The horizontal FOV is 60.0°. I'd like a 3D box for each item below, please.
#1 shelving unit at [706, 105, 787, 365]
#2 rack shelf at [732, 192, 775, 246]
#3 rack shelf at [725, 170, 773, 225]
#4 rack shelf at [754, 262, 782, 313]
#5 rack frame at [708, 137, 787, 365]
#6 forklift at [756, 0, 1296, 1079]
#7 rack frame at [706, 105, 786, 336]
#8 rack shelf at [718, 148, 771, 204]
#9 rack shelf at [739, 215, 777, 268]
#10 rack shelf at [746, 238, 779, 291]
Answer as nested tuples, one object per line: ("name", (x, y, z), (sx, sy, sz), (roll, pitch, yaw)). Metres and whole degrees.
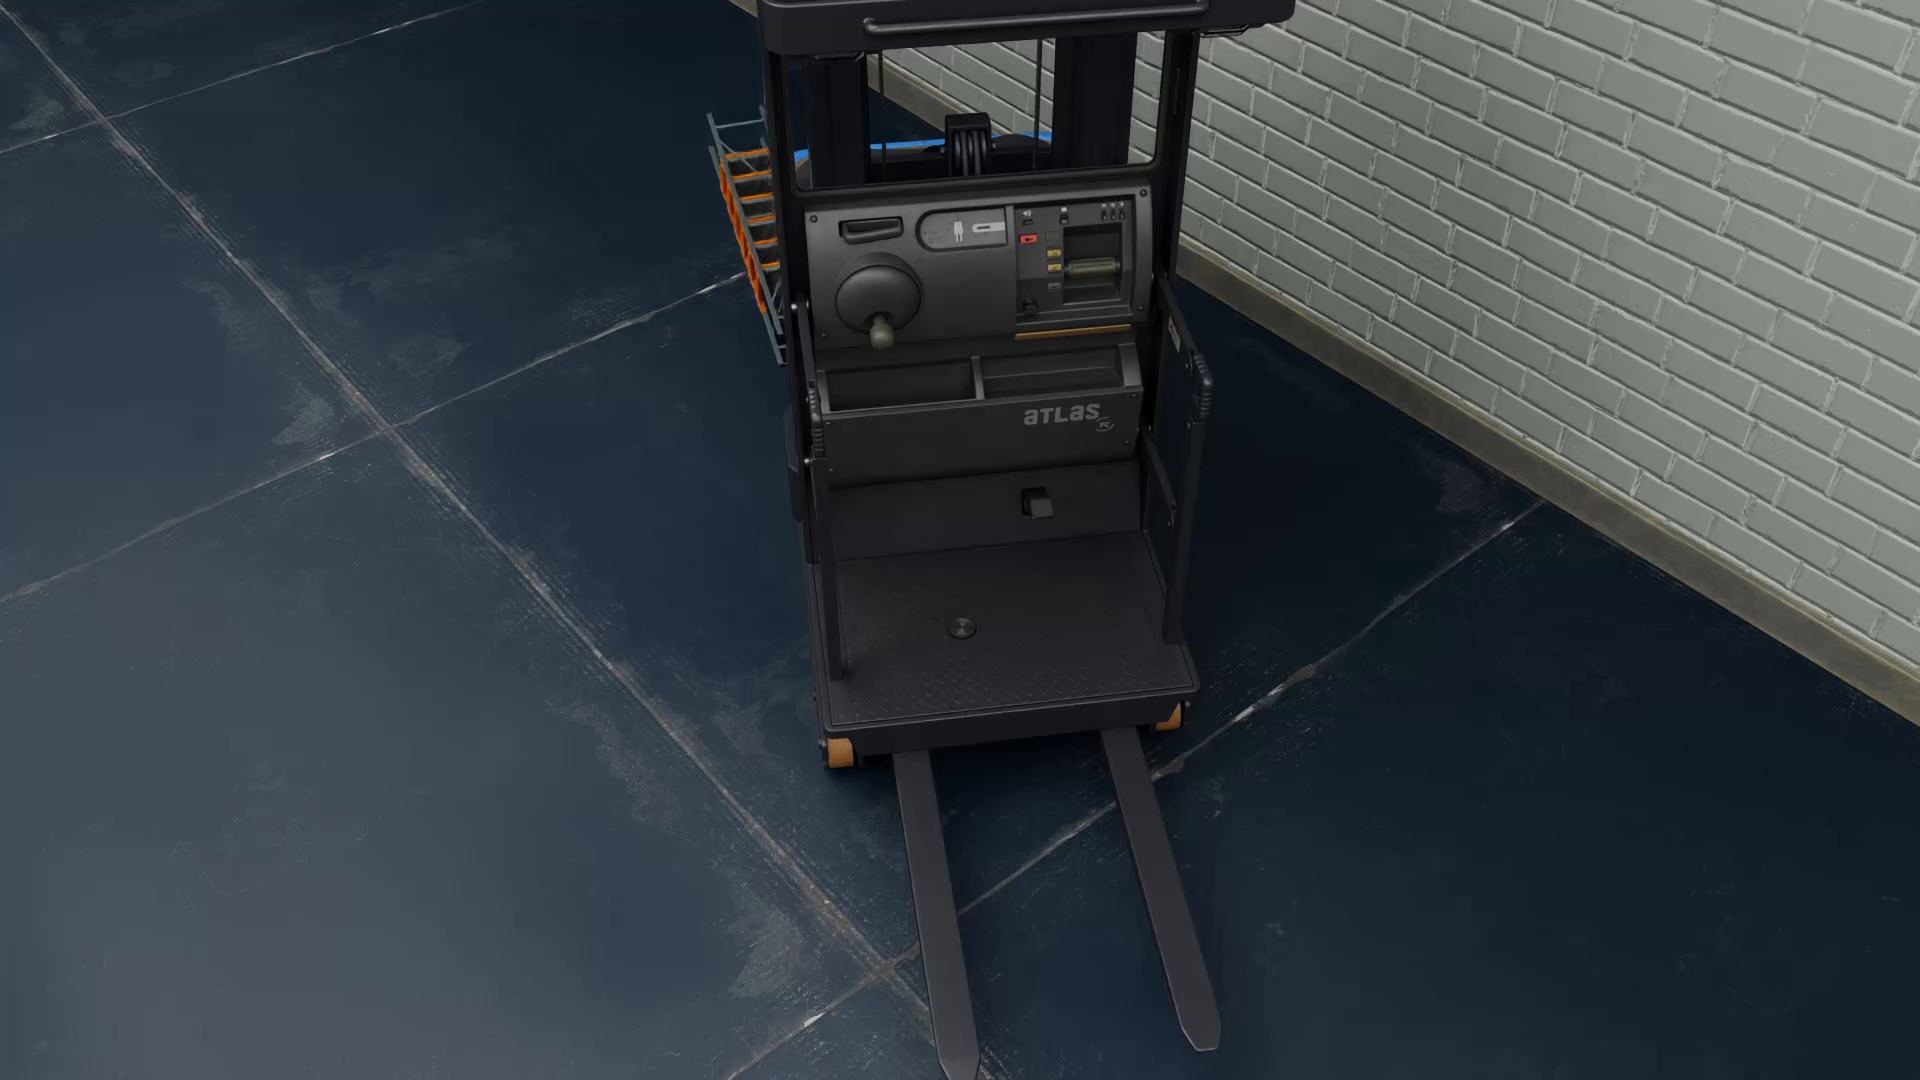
("shelving unit", (-0.764, -1.247, 6.702), (0.258, 0.189, 1.200), (-13, 60, -13))
("rack shelf", (-0.787, -1.310, 6.739), (0.258, 0.180, 0.103), (-13, 60, -13))
("rack shelf", (-0.823, -1.408, 6.797), (0.258, 0.180, 0.103), (-13, 60, -13))
("rack shelf", (-0.679, -1.013, 6.565), (0.258, 0.180, 0.103), (-13, 60, -13))
("rack frame", (-0.772, -1.199, 6.780), (0.240, 0.006, 1.200), (-13, 60, -13))
("forklift", (0.090, -0.647, 4.297), (1.130, 2.935, 3.031), (-6, 44, -6))
("rack frame", (-0.756, -1.296, 6.625), (0.240, 0.006, 1.200), (-13, 60, -13))
("rack shelf", (-0.859, -1.507, 6.855), (0.258, 0.180, 0.103), (-13, 60, -13))
("rack shelf", (-0.751, -1.211, 6.681), (0.258, 0.180, 0.103), (-13, 60, -13))
("rack shelf", (-0.715, -1.112, 6.623), (0.258, 0.180, 0.103), (-13, 60, -13))
